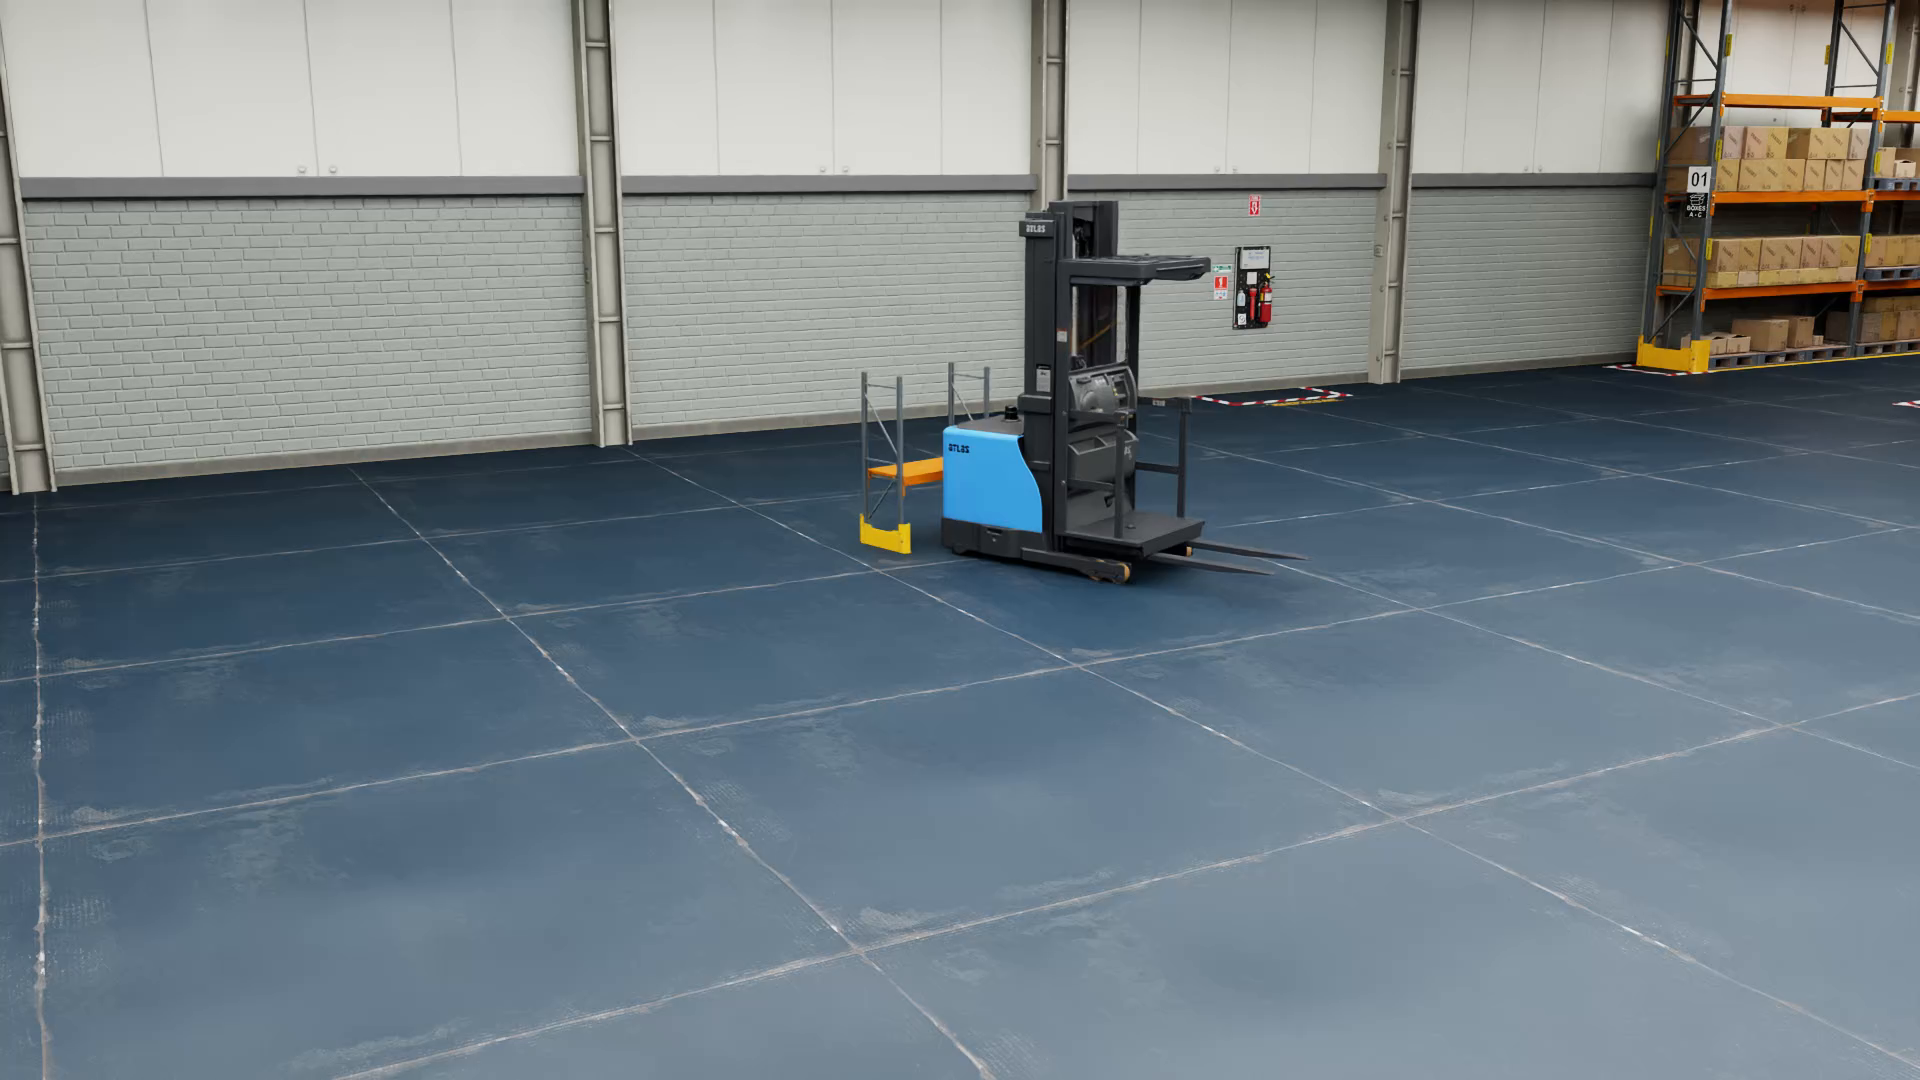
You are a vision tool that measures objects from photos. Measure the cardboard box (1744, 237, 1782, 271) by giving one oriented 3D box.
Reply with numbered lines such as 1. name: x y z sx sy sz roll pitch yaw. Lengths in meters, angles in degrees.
1. cardboard box: 12.953 -4.648 27.020 0.500 0.500 0.500 -7 15 -30

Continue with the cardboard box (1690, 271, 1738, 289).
1. cardboard box: 12.076 -4.177 26.634 0.500 0.250 0.500 -7 15 -29

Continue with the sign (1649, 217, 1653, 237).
1. sign: 11.247 -5.079 26.987 0.005 0.325 0.100 -7 14 -28

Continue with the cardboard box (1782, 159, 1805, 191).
1. cardboard box: 13.311 -5.925 26.999 0.500 0.500 0.500 -6 14 -24

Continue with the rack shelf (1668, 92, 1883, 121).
1. rack shelf: 13.251 -7.035 27.020 4.000 0.370 1.077 -7 14 -28

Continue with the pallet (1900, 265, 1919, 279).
1. pallet: 16.799 -4.782 29.464 1.213 0.211 1.003 -7 14 -28

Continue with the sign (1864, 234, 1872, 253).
1. sign: 15.273 -4.990 27.978 0.005 0.325 0.100 -7 14 -28

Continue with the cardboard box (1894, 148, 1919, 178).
1. cardboard box: 16.607 -6.560 28.911 0.500 0.500 0.500 -7 15 -30

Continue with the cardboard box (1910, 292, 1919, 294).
1. cardboard box: 17.380 -4.319 29.953 0.500 0.250 0.500 -7 14 -27

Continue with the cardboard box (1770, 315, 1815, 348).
1. cardboard box: 14.114 -3.549 28.241 0.500 0.500 0.500 -8 15 -32

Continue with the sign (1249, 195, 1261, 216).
1. sign: 4.187 -4.756 23.632 0.199 0.298 0.001 -7 14 -28

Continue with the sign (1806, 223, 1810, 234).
1. sign: 14.737 -5.343 28.880 0.005 0.325 0.100 -7 14 -28

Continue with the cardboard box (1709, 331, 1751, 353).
1. cardboard box: 12.646 -3.269 27.424 0.500 0.311 0.500 -6 14 -23

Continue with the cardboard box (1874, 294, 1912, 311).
1. cardboard box: 16.484 -4.215 29.491 0.500 0.250 0.500 -7 15 -29

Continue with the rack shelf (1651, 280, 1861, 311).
1. rack shelf: 13.251 -4.110 27.678 4.000 0.370 1.077 -7 14 -28

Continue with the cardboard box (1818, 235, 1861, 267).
1. cardboard box: 14.739 -4.864 27.980 0.500 0.500 0.500 -7 14 -28

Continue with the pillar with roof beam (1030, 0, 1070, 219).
1. pillar with roof beam: 3.225 -5.326 17.777 0.400 9.000 9.100 -7 14 -28

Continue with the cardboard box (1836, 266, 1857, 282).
1. cardboard box: 14.736 -4.500 28.067 0.500 0.250 0.500 -7 14 -28

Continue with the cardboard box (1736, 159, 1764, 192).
1. cardboard box: 12.397 -5.809 26.484 0.500 0.500 0.500 -6 14 -24

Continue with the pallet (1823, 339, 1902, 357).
1. pallet: 15.689 -3.393 29.205 1.213 0.211 1.003 -7 14 -28

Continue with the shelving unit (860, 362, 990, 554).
1. shelving unit: -0.285 -0.742 14.492 1.083 1.500 0.587 -12 17 -42

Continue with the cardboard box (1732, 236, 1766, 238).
1. cardboard box: 13.147 -4.803 27.706 0.500 0.500 0.500 -7 14 -27

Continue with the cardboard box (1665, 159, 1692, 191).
1. cardboard box: 11.740 -5.865 26.733 0.500 0.500 0.500 -6 14 -24

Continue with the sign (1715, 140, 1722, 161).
1. sign: 11.755 -6.036 25.774 0.005 0.325 0.100 -7 14 -28

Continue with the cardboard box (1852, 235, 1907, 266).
1. cardboard box: 15.963 -5.039 28.938 0.500 0.500 0.700 -5 14 -22

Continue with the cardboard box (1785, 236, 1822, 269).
1. cardboard box: 13.857 -4.760 27.516 0.500 0.500 0.500 -7 15 -29

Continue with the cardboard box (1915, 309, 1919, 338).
1. cardboard box: 16.980 -3.912 29.851 0.500 0.500 0.700 -7 14 -28

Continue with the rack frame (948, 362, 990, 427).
1. rack frame: 0.078 -0.818 14.827 0.032 1.500 0.500 -12 17 -42

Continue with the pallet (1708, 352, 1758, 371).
1. pallet: 12.292 -2.977 27.355 1.213 0.211 1.003 -7 14 -28

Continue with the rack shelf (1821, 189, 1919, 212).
1. rack shelf: 16.762 -5.994 29.218 4.000 0.370 1.077 -7 14 -28

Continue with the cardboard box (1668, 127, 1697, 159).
1. cardboard box: 11.748 -6.356 26.637 0.500 0.500 0.500 -6 14 -25

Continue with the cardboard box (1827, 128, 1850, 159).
1. cardboard box: 14.218 -6.516 27.348 0.500 0.500 0.500 -6 14 -25

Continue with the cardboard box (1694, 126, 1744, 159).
1. cardboard box: 11.950 -6.254 26.184 0.500 0.500 0.500 -8 15 -32

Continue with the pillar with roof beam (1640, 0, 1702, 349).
1. pillar with roof beam: 13.758 -6.588 23.387 0.400 9.000 9.100 -7 14 -28

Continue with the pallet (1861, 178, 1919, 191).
1. pallet: 15.599 -6.087 28.422 1.003 0.211 1.213 -7 14 -28

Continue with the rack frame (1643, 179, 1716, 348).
1. rack frame: 11.495 -4.250 26.664 0.127 3.000 1.000 -7 14 -28

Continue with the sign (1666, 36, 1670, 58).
1. sign: 11.247 -7.819 26.370 0.005 0.325 0.100 -7 14 -28

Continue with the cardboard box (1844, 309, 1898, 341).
1. cardboard box: 16.074 -3.811 29.403 0.500 0.500 0.700 -7 15 -29

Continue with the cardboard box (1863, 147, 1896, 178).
1. cardboard box: 15.524 -6.430 28.334 0.500 0.500 0.500 -5 13 -20

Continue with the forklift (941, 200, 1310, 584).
1. forklift: 1.327 -1.216 13.335 3.031 2.935 1.130 9 16 36

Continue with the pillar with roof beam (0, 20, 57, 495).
1. pillar with roof beam: -7.308 -4.063 12.168 0.400 9.000 9.100 -7 14 -28

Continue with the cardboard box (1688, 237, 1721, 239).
1. cardboard box: 12.254 -4.694 27.225 0.500 0.500 0.500 -7 14 -27

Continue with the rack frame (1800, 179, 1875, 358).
1. rack frame: 15.006 -4.671 28.534 0.127 3.000 1.000 -7 14 -28

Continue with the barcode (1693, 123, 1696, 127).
1. barcode: 11.879 -6.714 26.908 0.075 0.075 0.001 -7 14 -28

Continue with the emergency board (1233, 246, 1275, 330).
1. emergency board: 4.241 -3.607 23.805 0.643 1.169 0.194 -7 14 -28

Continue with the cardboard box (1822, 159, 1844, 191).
1. cardboard box: 14.231 -6.042 27.518 0.500 0.500 0.500 -8 15 -33

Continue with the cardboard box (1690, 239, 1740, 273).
1. cardboard box: 12.058 -4.545 26.562 0.500 0.500 0.500 -7 14 -28

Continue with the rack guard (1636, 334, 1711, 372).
1. rack guard: 11.562 -3.039 26.974 0.348 0.500 1.175 -7 14 -28

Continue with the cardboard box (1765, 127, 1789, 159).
1. cardboard box: 12.859 -6.353 26.624 0.500 0.500 0.500 -6 14 -26

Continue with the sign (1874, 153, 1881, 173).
1. sign: 15.273 -6.283 27.687 0.005 0.325 0.100 -7 14 -28

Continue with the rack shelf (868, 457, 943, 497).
1. rack shelf: -0.291 -0.566 14.525 1.000 0.185 0.538 -12 17 -42

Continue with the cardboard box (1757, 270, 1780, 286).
1. cardboard box: 12.975 -4.287 27.122 0.500 0.250 0.500 -7 15 -29

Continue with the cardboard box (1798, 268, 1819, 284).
1. cardboard box: 13.860 -4.393 27.593 0.500 0.250 0.500 -7 14 -28
